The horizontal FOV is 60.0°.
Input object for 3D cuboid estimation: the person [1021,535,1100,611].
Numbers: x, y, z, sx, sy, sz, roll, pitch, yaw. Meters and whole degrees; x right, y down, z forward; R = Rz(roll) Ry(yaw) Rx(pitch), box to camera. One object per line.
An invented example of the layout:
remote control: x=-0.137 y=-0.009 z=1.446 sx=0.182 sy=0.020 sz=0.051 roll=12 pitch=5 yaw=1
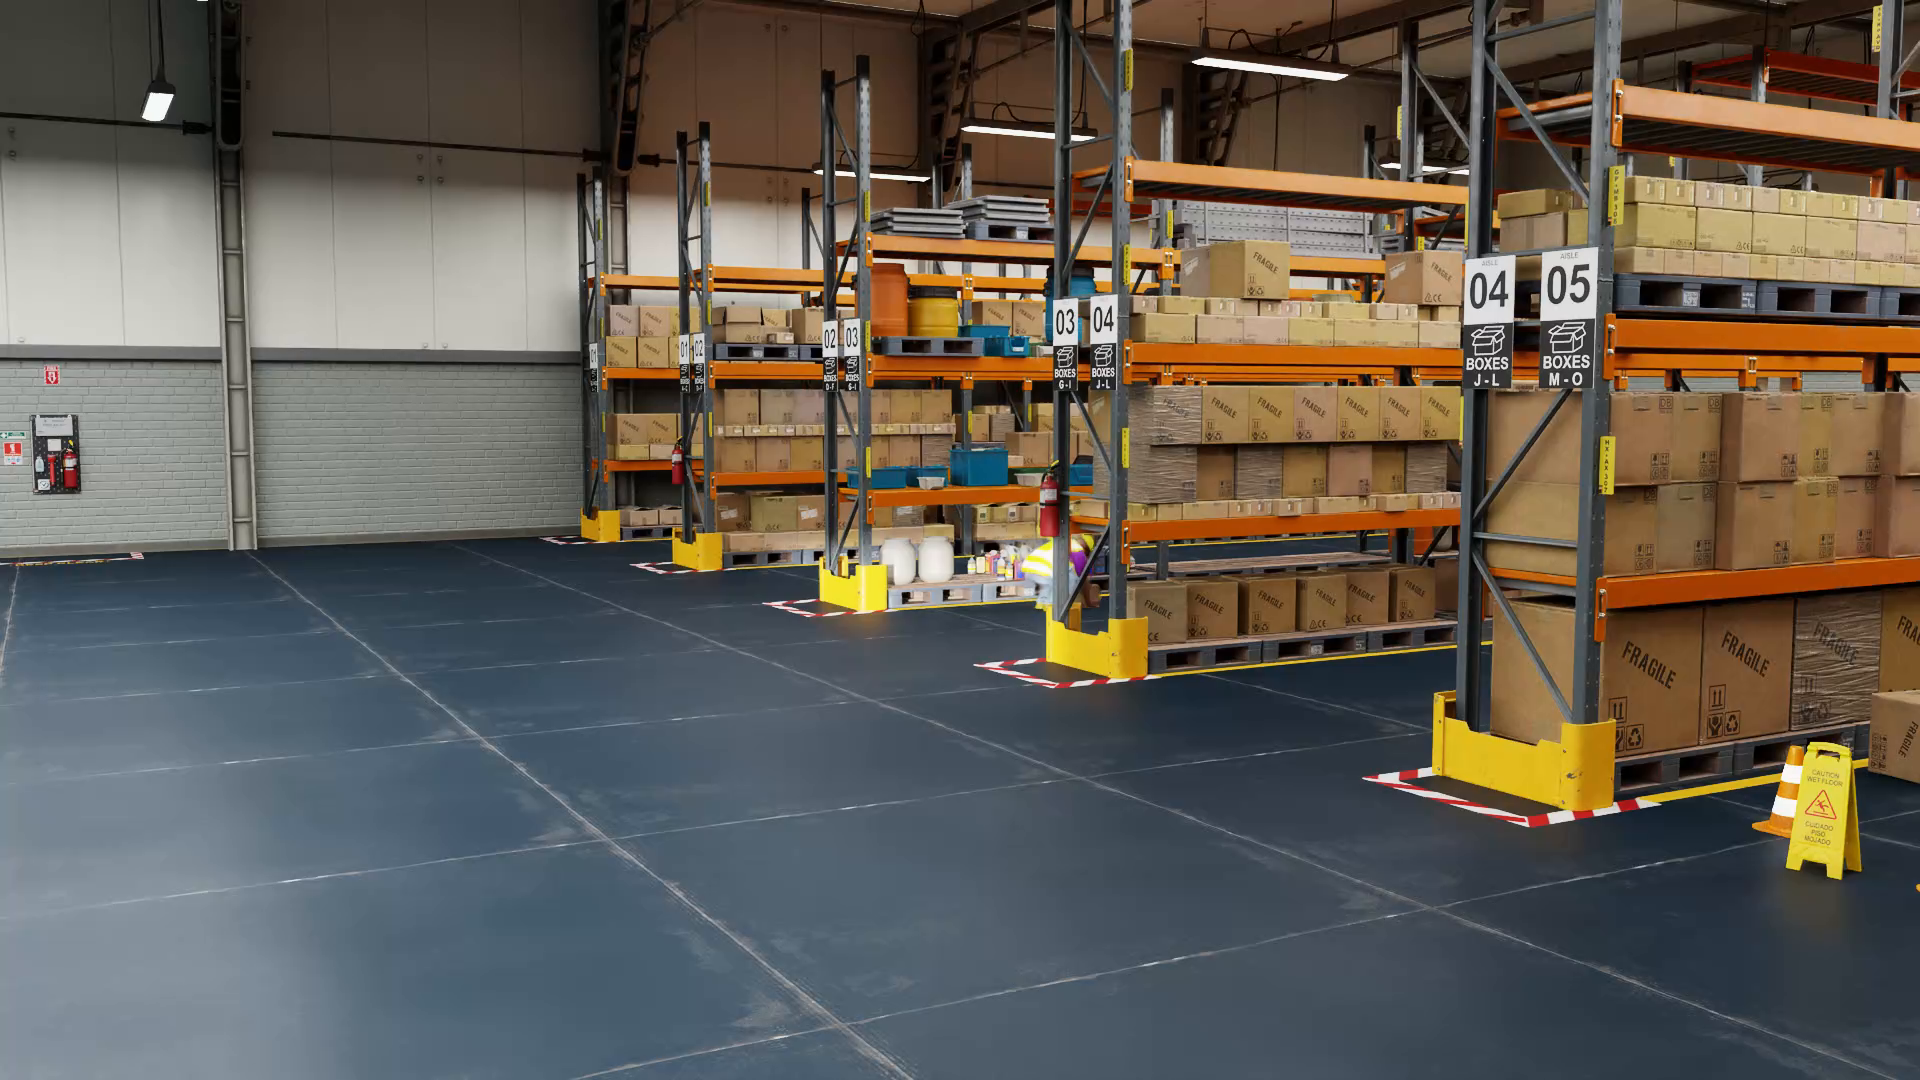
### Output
person: x=1.119 y=0.399 z=18.527 sx=0.937 sy=0.878 sz=0.541 roll=-3 pitch=6 yaw=-30
